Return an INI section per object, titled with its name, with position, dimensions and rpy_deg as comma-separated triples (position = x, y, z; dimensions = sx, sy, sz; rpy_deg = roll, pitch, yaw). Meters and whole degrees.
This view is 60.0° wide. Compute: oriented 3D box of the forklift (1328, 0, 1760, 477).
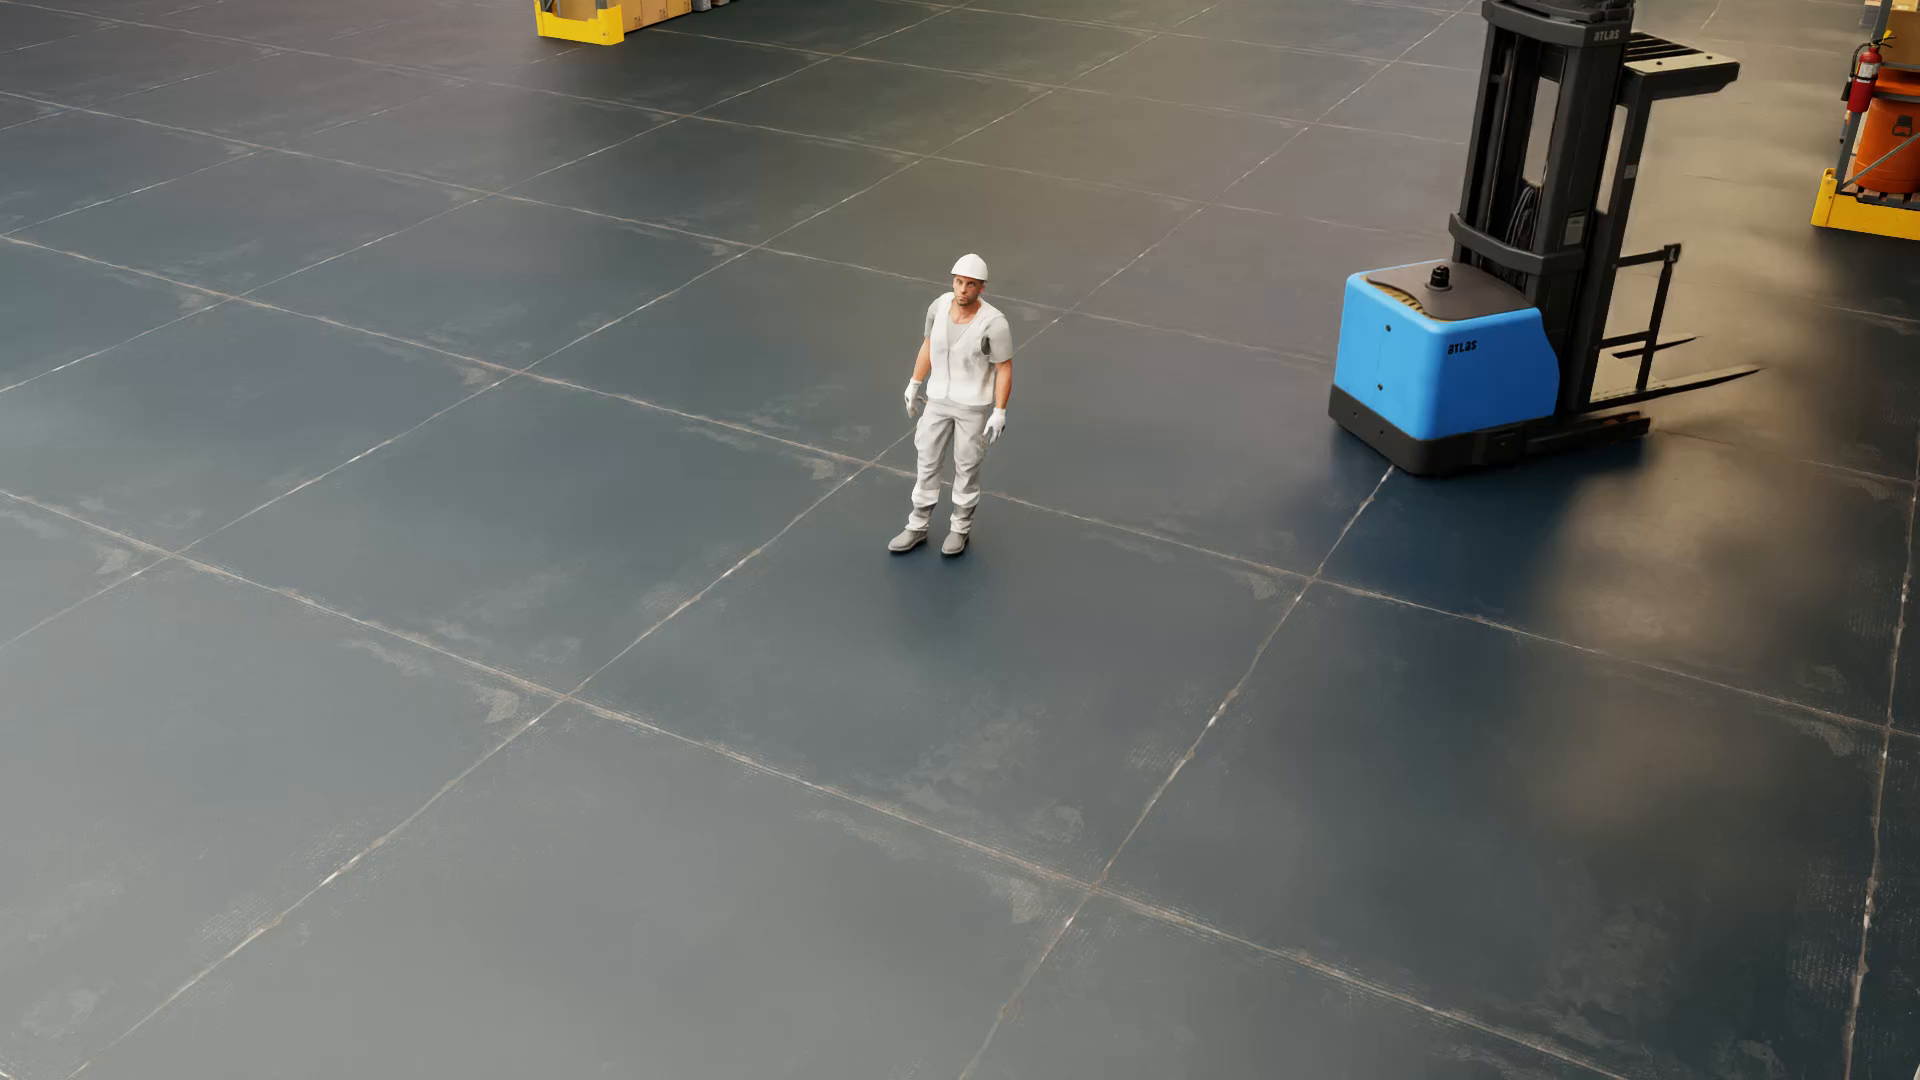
[forklift]
position = 4.078, -2.140, 10.778
dimensions = 3.031, 2.935, 1.130
rpy_deg = -12, 32, -19

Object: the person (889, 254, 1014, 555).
[person]
position = -0.050, -0.749, 9.497
dimensions = 0.637, 1.787, 0.564
rpy_deg = 15, 33, 25
